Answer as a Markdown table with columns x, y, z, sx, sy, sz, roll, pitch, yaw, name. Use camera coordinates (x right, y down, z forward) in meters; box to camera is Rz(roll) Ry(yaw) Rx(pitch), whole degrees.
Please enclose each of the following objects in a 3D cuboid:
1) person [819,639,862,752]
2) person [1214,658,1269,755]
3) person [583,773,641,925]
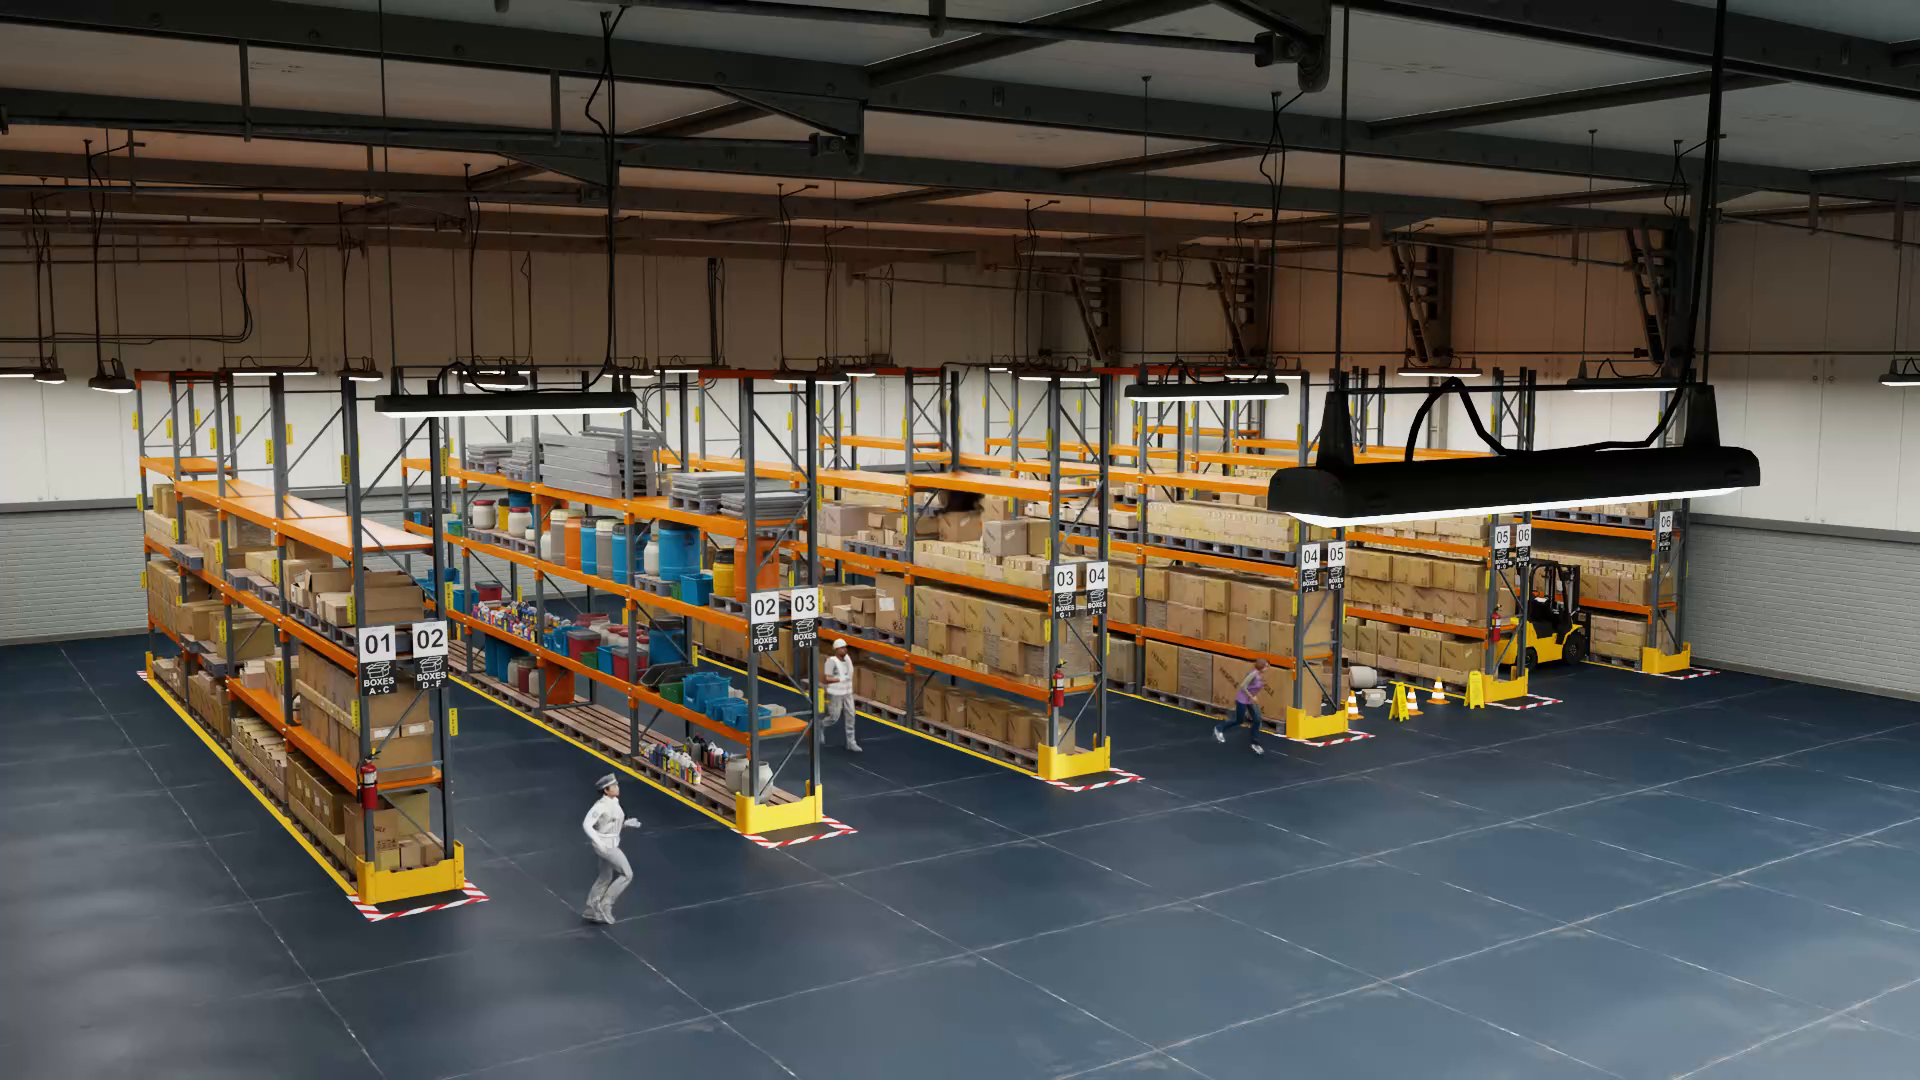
| x | y | z | sx | sy | sz | roll | pitch | yaw | name |
| --- | --- | --- | --- | --- | --- | --- | --- | --- | --- |
| -1.931 | 2.443 | 26.436 | 0.943 | 1.767 | 0.703 | 5 | 8 | 38 | person |
| 4.480 | 2.607 | 26.504 | 0.914 | 1.546 | 0.571 | 4 | 8 | 32 | person |
| -3.878 | 3.421 | 18.507 | 0.642 | 1.690 | 0.587 | -1 | 6 | -5 | person |
